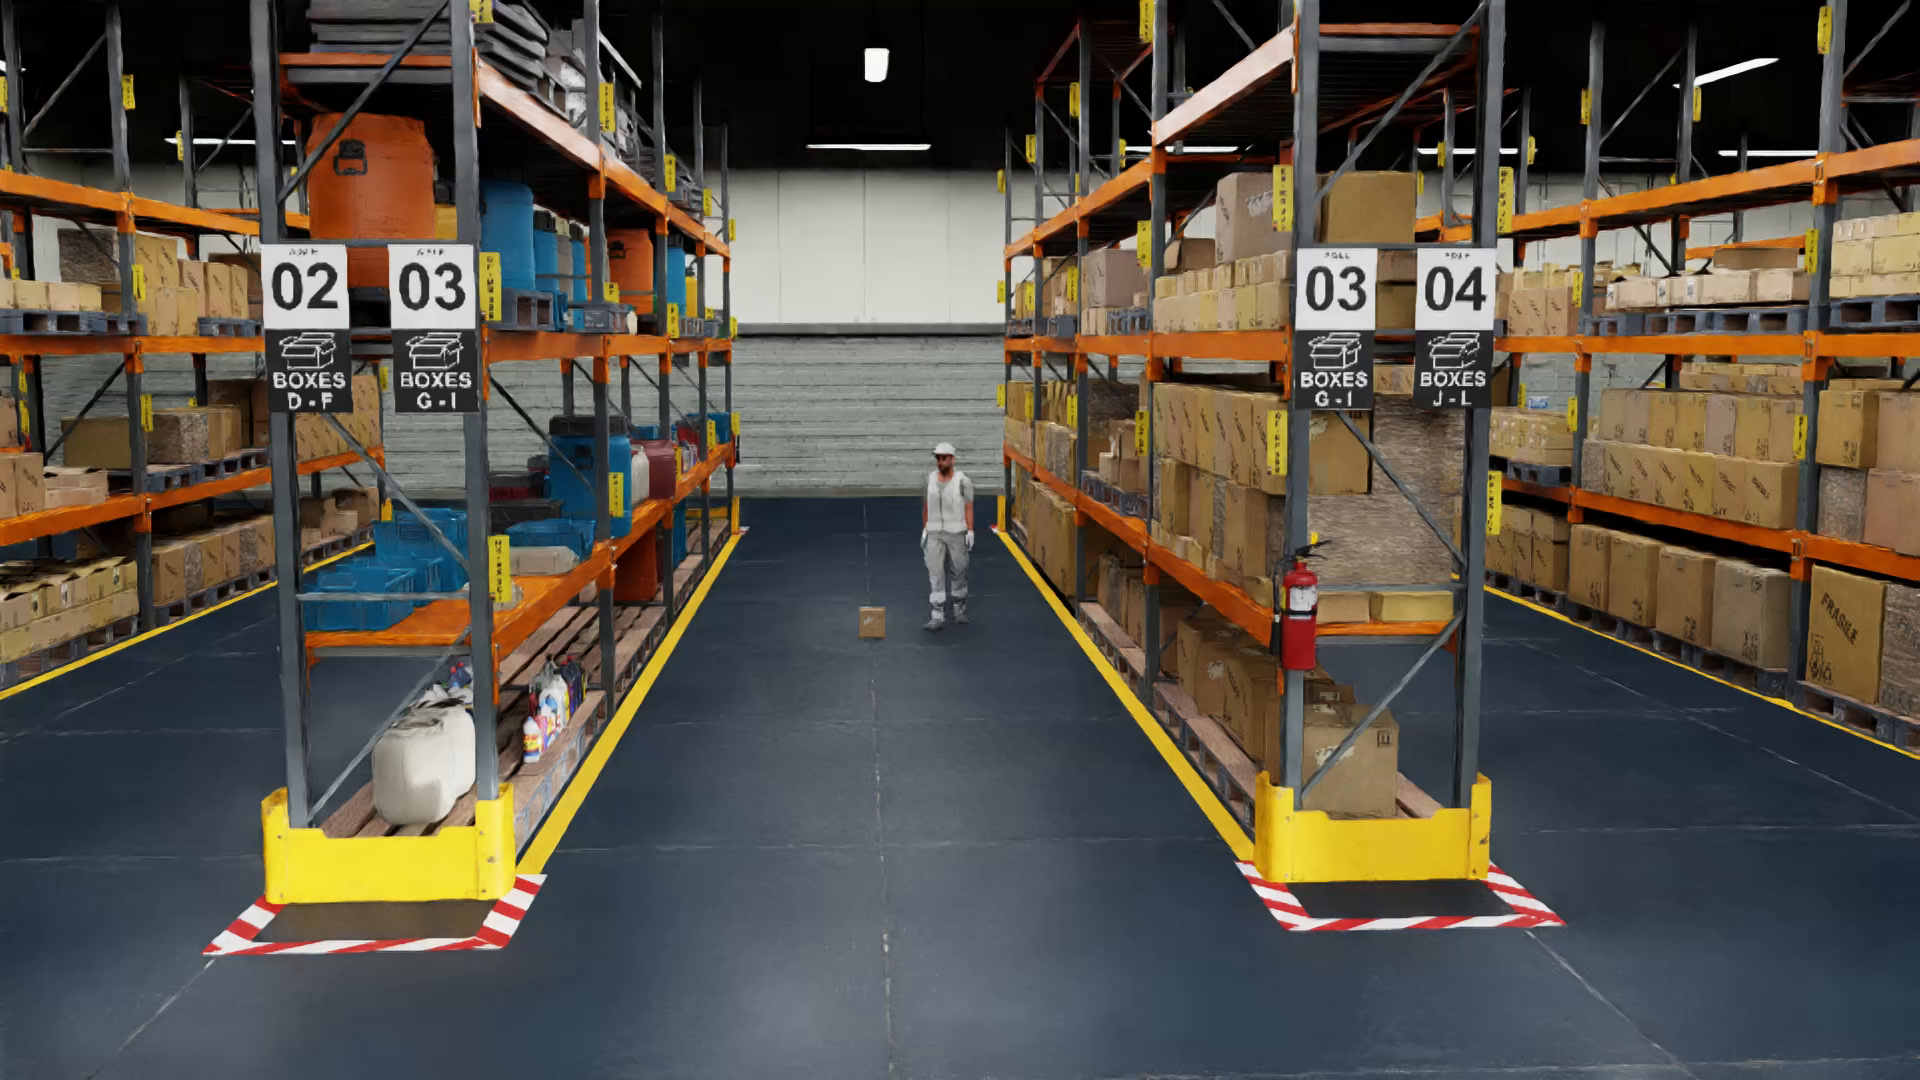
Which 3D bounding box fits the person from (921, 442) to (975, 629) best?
[{"bbox_3d":[-0.131,-0.048,15.995,0.555,1.792,0.687,2,7,15],"label":"person"}]
